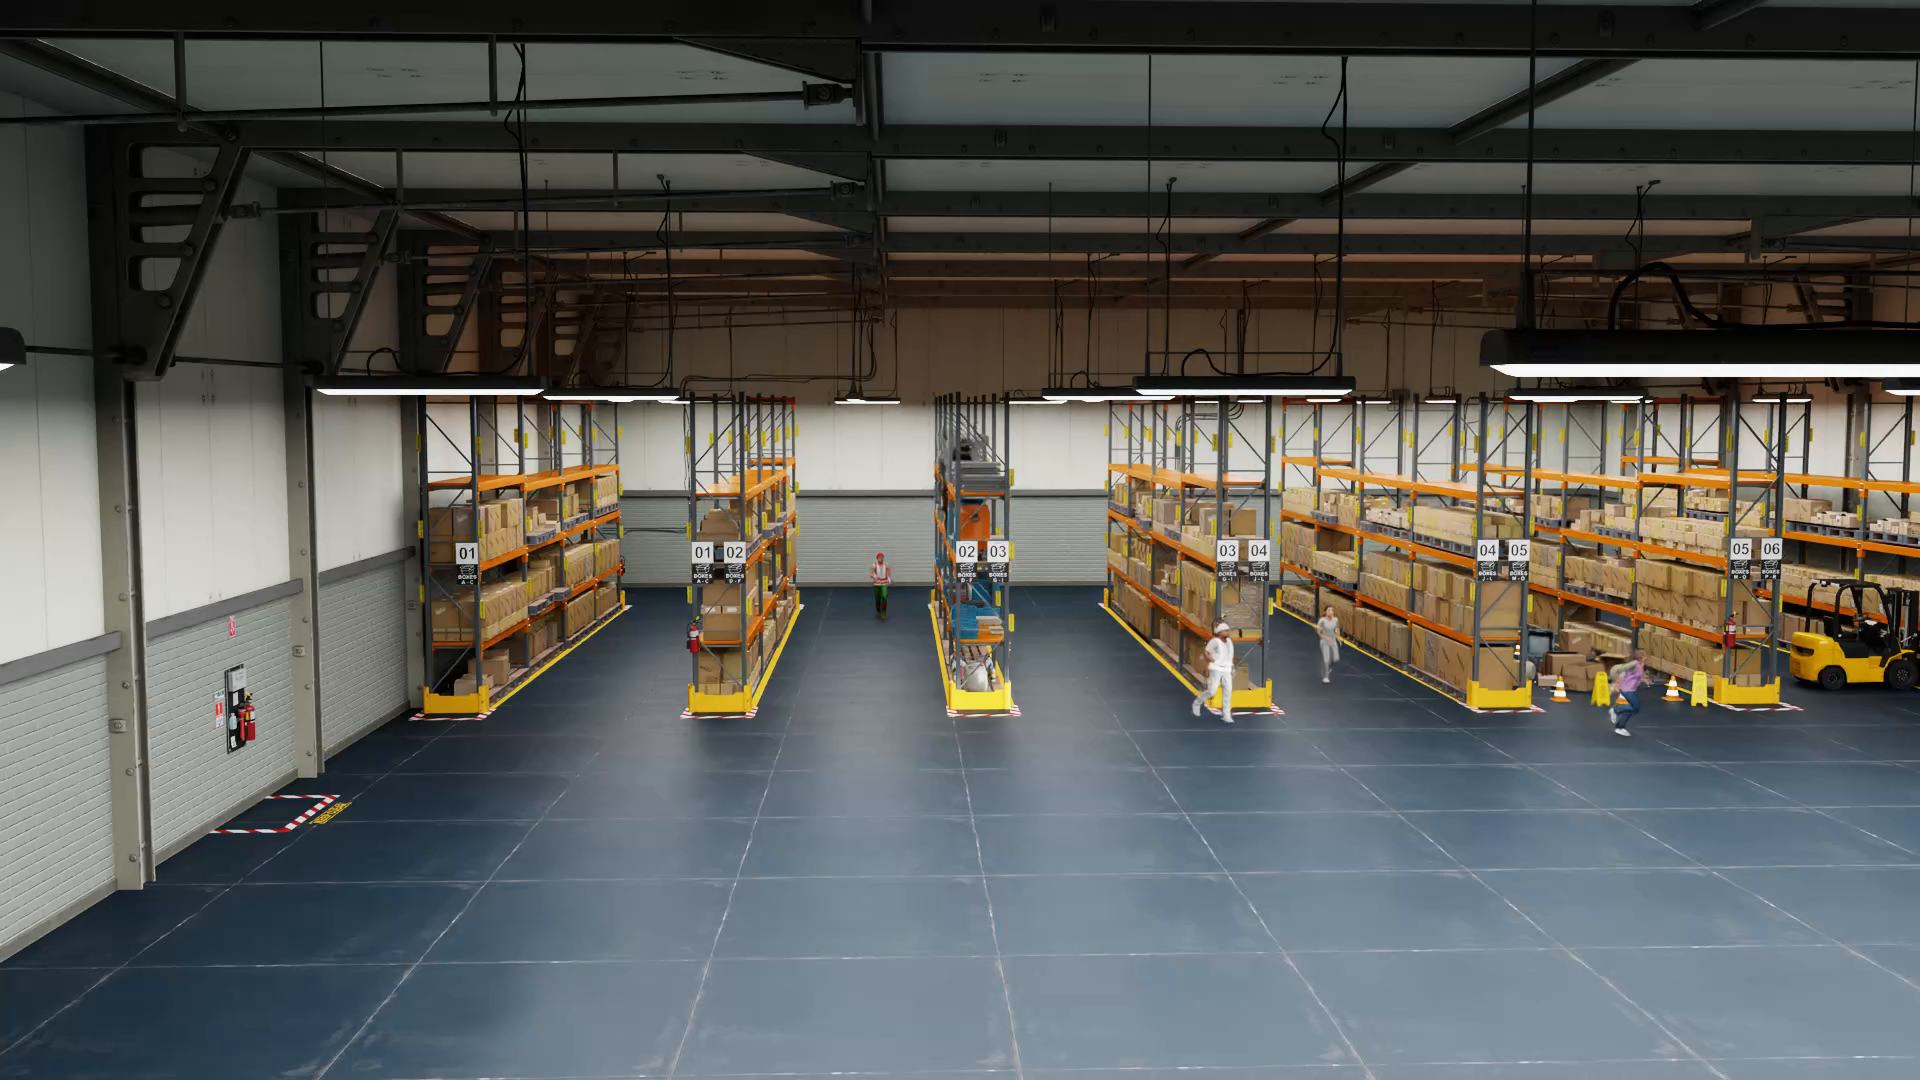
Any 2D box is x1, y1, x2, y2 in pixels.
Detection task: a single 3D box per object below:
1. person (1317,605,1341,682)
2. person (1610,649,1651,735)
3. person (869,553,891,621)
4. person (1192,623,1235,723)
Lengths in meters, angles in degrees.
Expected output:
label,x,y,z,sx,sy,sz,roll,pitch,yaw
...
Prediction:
label,x,y,z,sx,sy,sz,roll,pitch,yaw
person,7.666,2.154,34.497,0.549,1.621,0.594,-1,5,-10
person,11.704,2.654,29.010,0.665,1.530,0.527,4,6,41
person,-2.153,1.246,44.814,0.590,1.831,0.835,0,5,-3
person,4.777,2.399,30.346,0.742,1.753,0.981,-3,6,-34
